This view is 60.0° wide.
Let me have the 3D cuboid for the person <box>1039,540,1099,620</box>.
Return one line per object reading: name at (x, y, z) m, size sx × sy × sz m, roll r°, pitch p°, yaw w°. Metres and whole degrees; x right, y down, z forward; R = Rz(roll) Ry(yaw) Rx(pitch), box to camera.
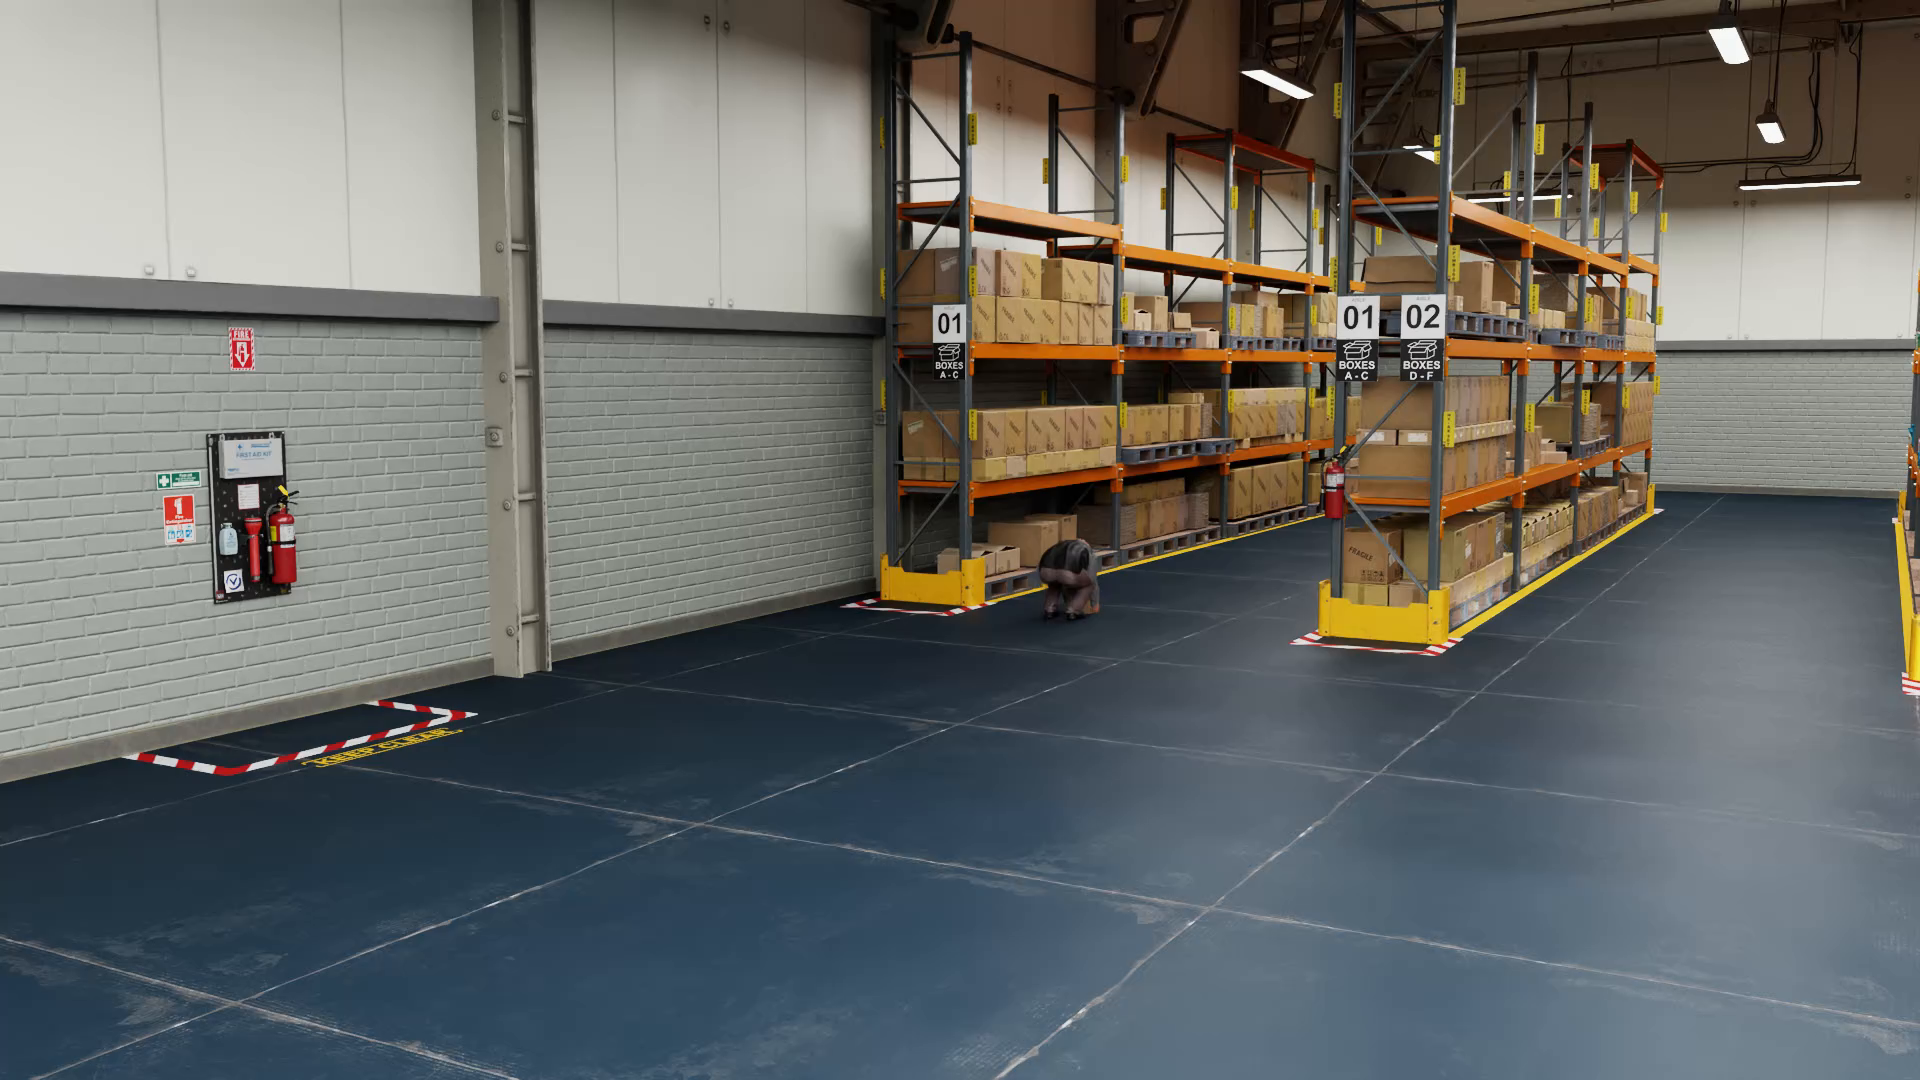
person at (1.133, 0.402, 17.048) m, size 0.505 × 0.794 × 0.943 m, roll 3°, pitch 7°, yaw 27°
